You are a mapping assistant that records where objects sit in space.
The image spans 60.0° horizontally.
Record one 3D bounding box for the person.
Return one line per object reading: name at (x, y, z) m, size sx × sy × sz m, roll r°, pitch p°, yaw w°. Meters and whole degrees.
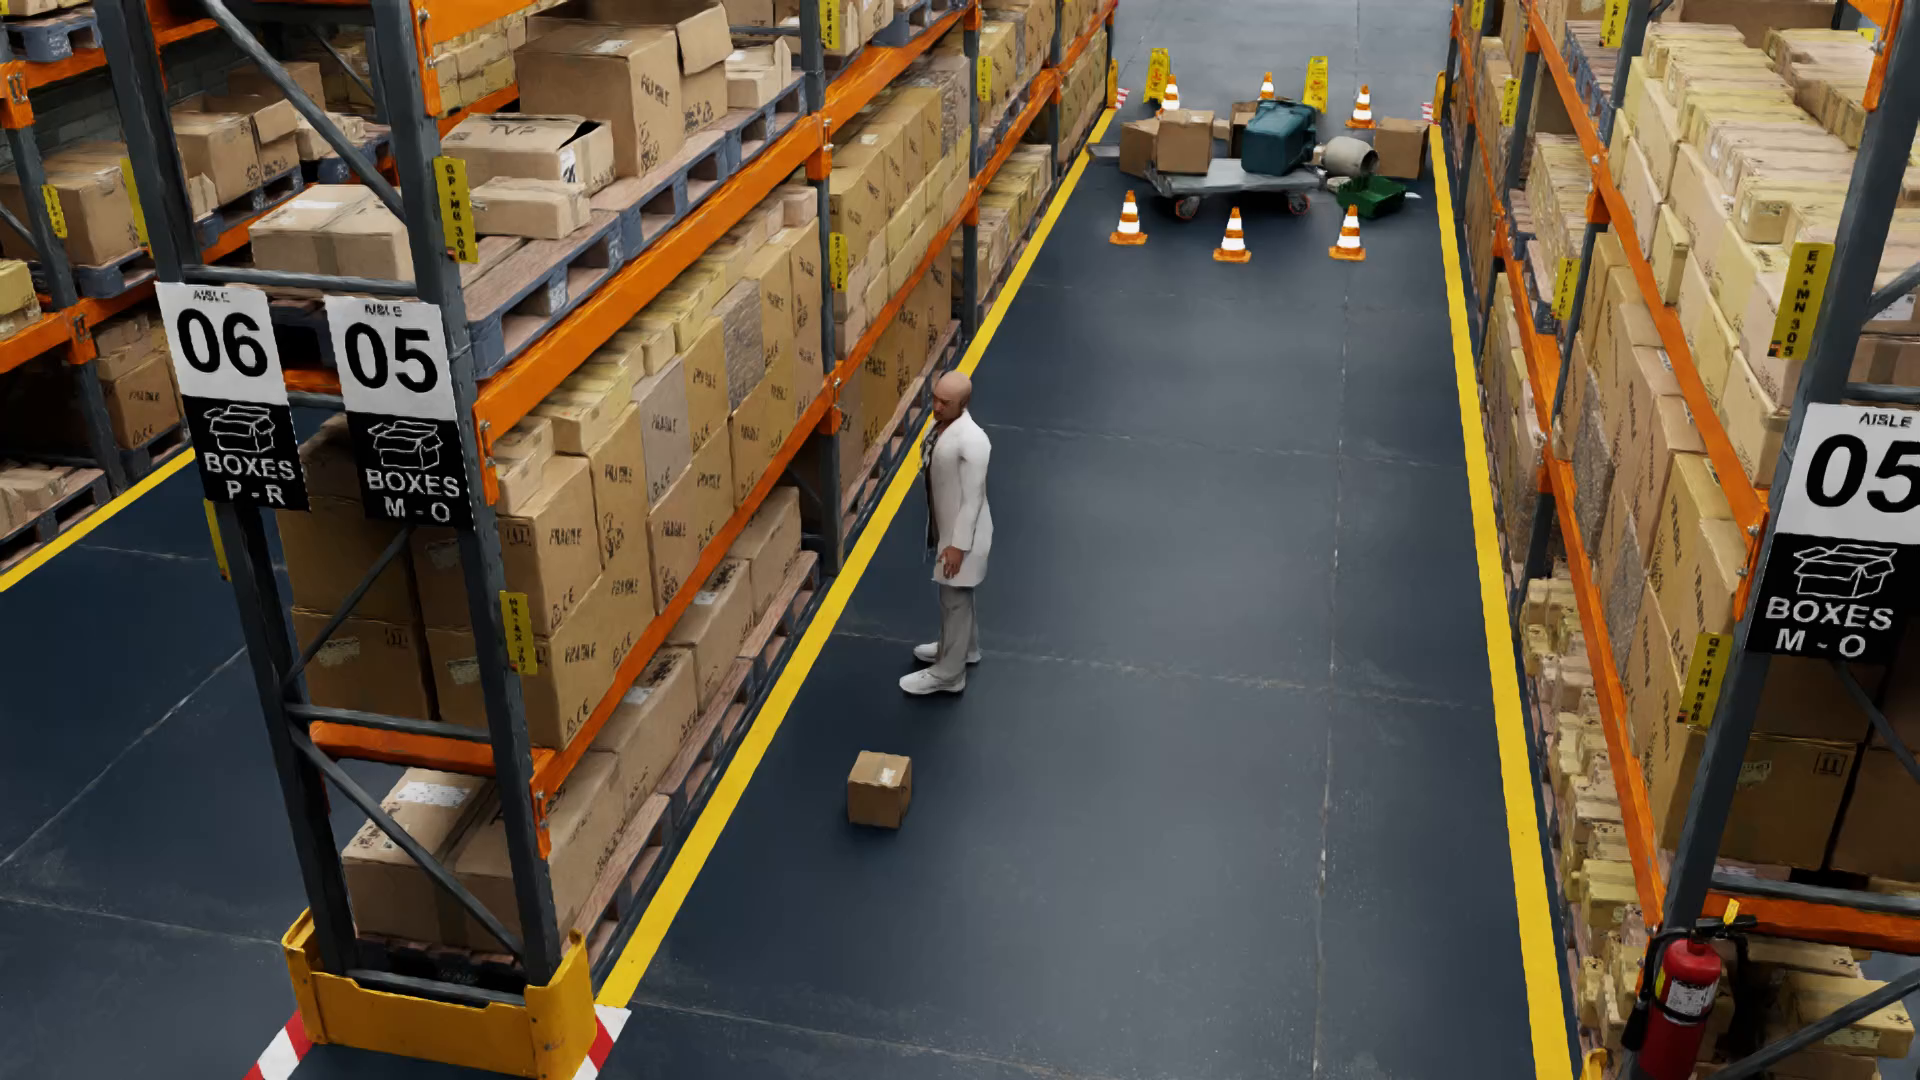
person at (-0.121, -0.048, 8.674) m, size 0.551 × 1.787 × 0.654 m, roll -11°, pitch 30°, yaw -19°
